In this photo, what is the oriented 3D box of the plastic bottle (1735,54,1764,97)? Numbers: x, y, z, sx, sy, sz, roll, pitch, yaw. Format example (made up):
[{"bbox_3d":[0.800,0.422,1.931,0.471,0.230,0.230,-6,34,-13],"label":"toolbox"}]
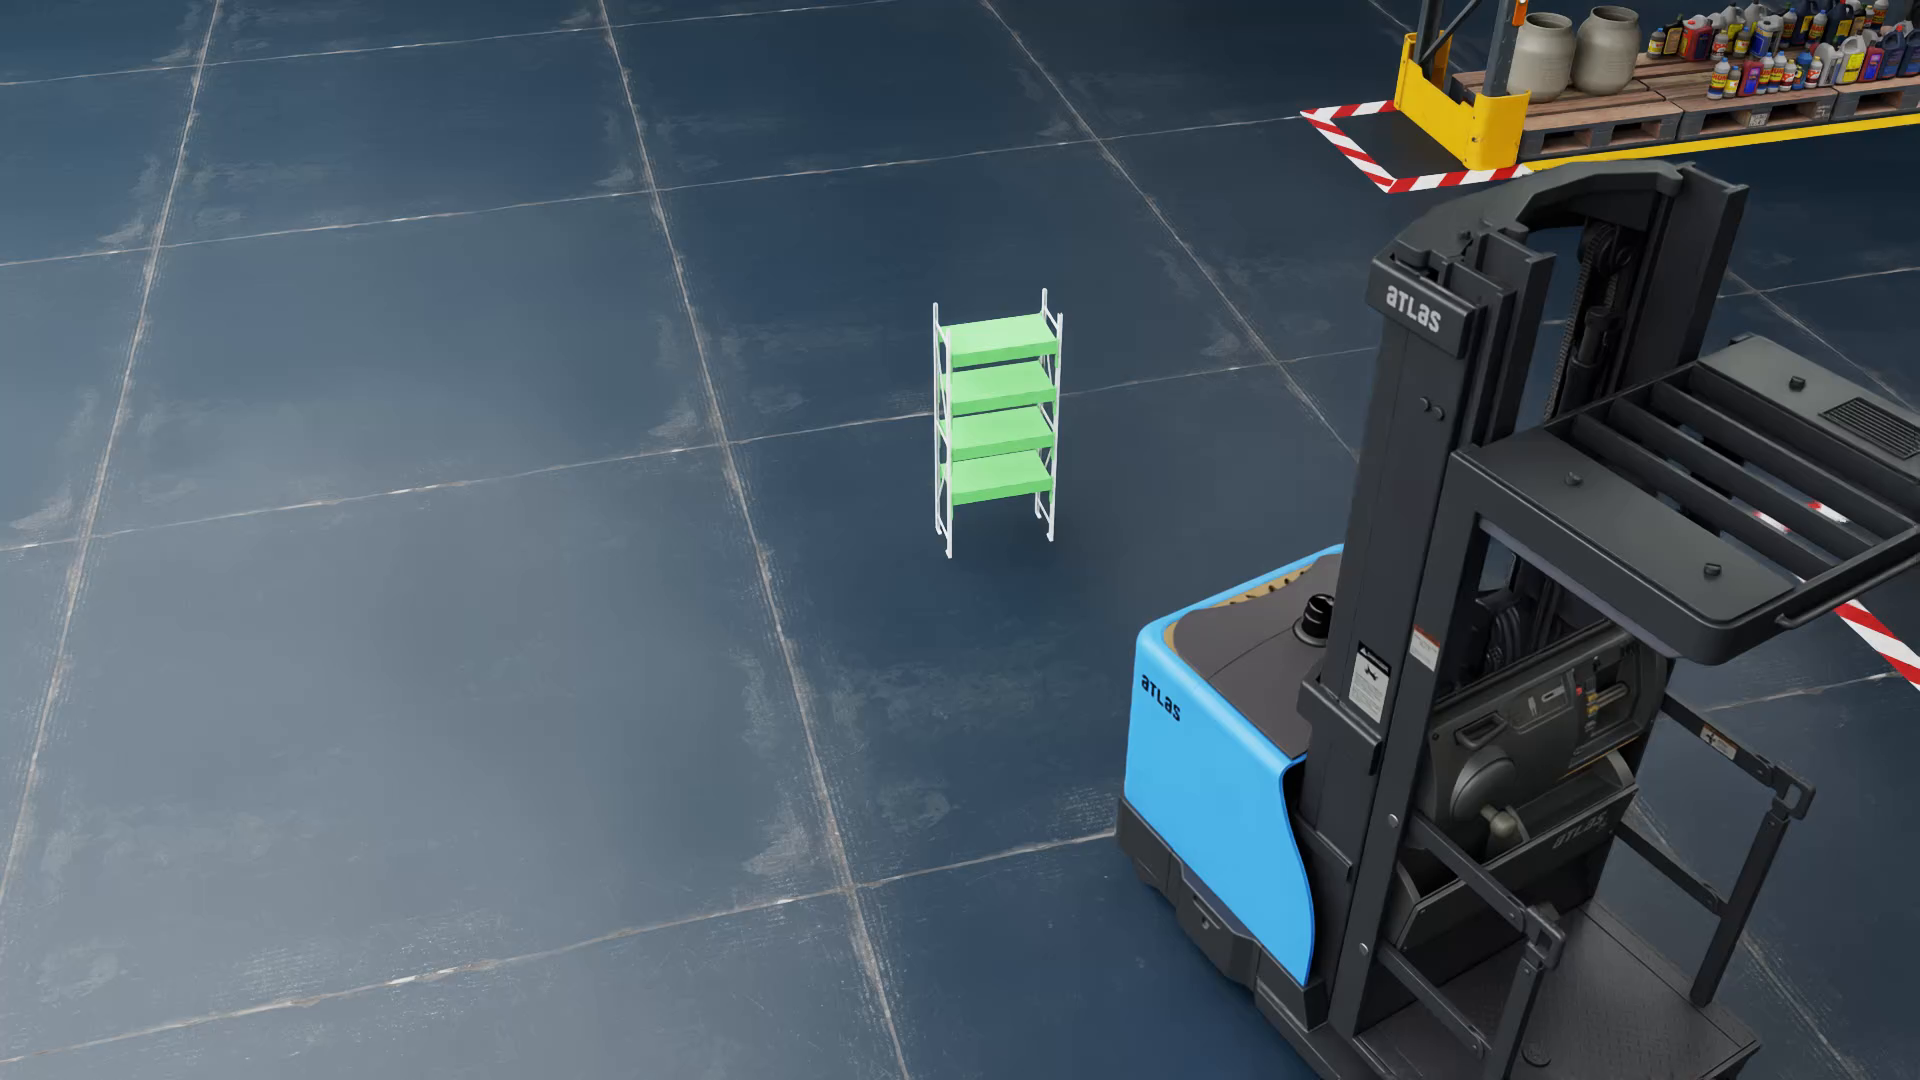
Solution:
[{"bbox_3d":[5.365,-3.160,11.286,0.133,0.283,0.061,-9,38,-11],"label":"plastic bottle"}]

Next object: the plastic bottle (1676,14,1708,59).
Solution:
[{"bbox_3d":[5.220,-3.599,11.866,0.135,0.276,0.152,-9,38,-12],"label":"plastic bottle"}]

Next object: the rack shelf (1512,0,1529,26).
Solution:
[{"bbox_3d":[5.241,-3.966,11.057,4.000,0.370,1.077,-9,38,-12],"label":"rack shelf"}]

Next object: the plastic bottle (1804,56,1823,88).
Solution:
[{"bbox_3d":[5.864,-3.221,11.433,0.097,0.201,0.097,0,37,0],"label":"plastic bottle"}]

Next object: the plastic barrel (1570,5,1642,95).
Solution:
[{"bbox_3d":[4.410,-3.342,11.352,0.421,0.512,0.421,0,37,0],"label":"plastic barrel"}]

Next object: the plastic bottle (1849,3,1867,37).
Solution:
[{"bbox_3d":[6.474,-3.741,12.045,0.133,0.283,0.061,-9,38,-12],"label":"plastic bottle"}]

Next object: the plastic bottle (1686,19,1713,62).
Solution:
[{"bbox_3d":[5.248,-3.540,11.783,0.133,0.283,0.061,-9,38,-12],"label":"plastic bottle"}]

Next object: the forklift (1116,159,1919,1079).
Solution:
[{"bbox_3d":[1.779,0.594,4.561,1.130,2.935,3.031,-20,42,-25],"label":"forklift"}]

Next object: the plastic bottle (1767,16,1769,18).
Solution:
[{"bbox_3d":[5.823,-3.686,12.041,0.097,0.201,0.097,0,37,0],"label":"plastic bottle"}]

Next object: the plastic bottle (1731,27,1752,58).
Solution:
[{"bbox_3d":[5.586,-3.557,11.871,0.097,0.201,0.097,0,37,0],"label":"plastic bottle"}]

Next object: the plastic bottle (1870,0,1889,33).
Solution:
[{"bbox_3d":[6.750,-3.866,12.219,0.097,0.271,0.097,0,37,0],"label":"plastic bottle"}]

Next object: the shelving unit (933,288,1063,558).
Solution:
[{"bbox_3d":[0.160,-0.503,7.420,0.503,1.200,0.258,-9,38,-12],"label":"shelving unit"}]

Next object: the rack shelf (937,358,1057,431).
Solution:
[{"bbox_3d":[0.160,-0.643,7.313,0.480,0.148,0.258,-9,38,-12],"label":"rack shelf"}]

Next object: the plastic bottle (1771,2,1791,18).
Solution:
[{"bbox_3d":[5.932,-3.748,12.054,0.133,0.283,0.061,-8,38,-10],"label":"plastic bottle"}]

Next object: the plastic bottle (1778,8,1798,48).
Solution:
[{"bbox_3d":[5.970,-3.700,12.001,0.097,0.271,0.097,0,37,0],"label":"plastic bottle"}]

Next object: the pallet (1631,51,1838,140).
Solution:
[{"bbox_3d":[5.333,-3.183,11.738,1.213,0.211,1.003,-9,38,-12],"label":"pallet"}]

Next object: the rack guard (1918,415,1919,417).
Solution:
[{"bbox_3d":[4.675,-0.049,7.402,0.348,0.500,1.175,-9,38,-12],"label":"rack guard"}]

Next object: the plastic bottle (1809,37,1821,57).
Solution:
[{"bbox_3d":[5.942,-3.350,11.535,0.133,0.283,0.061,-9,38,-12],"label":"plastic bottle"}]

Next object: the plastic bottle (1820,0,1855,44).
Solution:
[{"bbox_3d":[6.322,-3.722,11.965,0.185,0.351,0.144,-9,38,-12],"label":"plastic bottle"}]

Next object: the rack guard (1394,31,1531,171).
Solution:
[{"bbox_3d":[3.372,-2.981,11.236,0.348,0.500,1.175,-9,38,-12],"label":"rack guard"}]

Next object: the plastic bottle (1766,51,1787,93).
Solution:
[{"bbox_3d":[5.570,-3.200,11.348,0.097,0.271,0.097,0,37,0],"label":"plastic bottle"}]

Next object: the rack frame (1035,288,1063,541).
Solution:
[{"bbox_3d":[0.395,-0.541,7.470,0.015,1.200,0.240,-9,38,-12],"label":"rack frame"}]

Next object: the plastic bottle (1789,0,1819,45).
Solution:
[{"bbox_3d":[6.103,-3.777,12.036,0.185,0.351,0.144,-11,39,-14],"label":"plastic bottle"}]

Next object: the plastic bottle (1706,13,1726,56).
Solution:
[{"bbox_3d":[5.354,-3.621,11.895,0.135,0.276,0.152,-10,39,-13],"label":"plastic bottle"}]

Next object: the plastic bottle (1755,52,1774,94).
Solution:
[{"bbox_3d":[5.473,-3.184,11.328,0.097,0.271,0.097,0,37,0],"label":"plastic bottle"}]

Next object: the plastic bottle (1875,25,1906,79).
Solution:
[{"bbox_3d":[6.440,-3.389,11.530,0.185,0.351,0.144,-11,39,-14],"label":"plastic bottle"}]

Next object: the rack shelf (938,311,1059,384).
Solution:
[{"bbox_3d":[0.160,-0.833,7.167,0.480,0.148,0.258,-9,38,-12],"label":"rack shelf"}]

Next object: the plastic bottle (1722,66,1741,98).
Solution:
[{"bbox_3d":[5.242,-3.119,11.299,0.097,0.201,0.097,0,37,0],"label":"plastic bottle"}]

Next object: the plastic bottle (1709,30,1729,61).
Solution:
[{"bbox_3d":[5.404,-3.522,11.826,0.097,0.201,0.097,0,37,0],"label":"plastic bottle"}]

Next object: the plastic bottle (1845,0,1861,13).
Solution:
[{"bbox_3d":[6.445,-3.801,12.129,0.135,0.276,0.152,-8,38,-10],"label":"plastic bottle"}]

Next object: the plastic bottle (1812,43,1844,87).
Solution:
[{"bbox_3d":[5.971,-3.285,11.455,0.135,0.276,0.152,-9,38,-11],"label":"plastic bottle"}]

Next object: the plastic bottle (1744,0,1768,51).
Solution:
[{"bbox_3d":[5.692,-3.709,11.948,0.185,0.351,0.144,-10,38,-12],"label":"plastic bottle"}]

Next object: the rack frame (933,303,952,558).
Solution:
[{"bbox_3d":[-0.076,-0.464,7.369,0.015,1.200,0.240,-9,38,-12],"label":"rack frame"}]

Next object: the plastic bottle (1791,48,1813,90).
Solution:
[{"bbox_3d":[5.765,-3.232,11.390,0.097,0.271,0.097,0,37,0],"label":"plastic bottle"}]

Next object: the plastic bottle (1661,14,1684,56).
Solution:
[{"bbox_3d":[5.077,-3.608,11.871,0.133,0.283,0.061,-8,38,-11],"label":"plastic bottle"}]

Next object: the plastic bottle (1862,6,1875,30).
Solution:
[{"bbox_3d":[6.652,-3.822,12.219,0.097,0.201,0.097,0,37,0],"label":"plastic bottle"}]

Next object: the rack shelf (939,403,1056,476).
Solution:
[{"bbox_3d":[0.160,-0.452,7.459,0.480,0.148,0.258,-9,38,-12],"label":"rack shelf"}]

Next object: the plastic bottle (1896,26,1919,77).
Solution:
[{"bbox_3d":[6.626,-3.420,11.570,0.185,0.351,0.144,-10,39,-13],"label":"plastic bottle"}]

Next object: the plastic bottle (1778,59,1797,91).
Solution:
[{"bbox_3d":[5.665,-3.188,11.390,0.097,0.201,0.097,0,37,0],"label":"plastic bottle"}]

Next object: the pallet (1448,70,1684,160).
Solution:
[{"bbox_3d":[4.157,-2.992,11.488,1.213,0.211,1.003,-9,38,-12],"label":"pallet"}]

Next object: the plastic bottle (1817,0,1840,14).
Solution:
[{"bbox_3d":[6.285,-3.806,12.075,0.185,0.351,0.144,-8,38,-11],"label":"plastic bottle"}]

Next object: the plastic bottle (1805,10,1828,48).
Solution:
[{"bbox_3d":[6.176,-3.681,11.977,0.097,0.271,0.097,0,37,0],"label":"plastic bottle"}]

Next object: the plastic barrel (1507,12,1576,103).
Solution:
[{"bbox_3d":[3.926,-3.262,11.248,0.421,0.512,0.421,0,37,0],"label":"plastic barrel"}]

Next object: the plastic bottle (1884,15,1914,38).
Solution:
[{"bbox_3d":[6.588,-3.504,11.680,0.185,0.351,0.144,-9,38,-12],"label":"plastic bottle"}]

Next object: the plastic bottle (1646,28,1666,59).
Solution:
[{"bbox_3d":[4.969,-3.546,11.858,0.097,0.201,0.097,0,37,0],"label":"plastic bottle"}]

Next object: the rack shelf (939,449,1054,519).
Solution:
[{"bbox_3d":[0.160,-0.261,7.604,0.480,0.148,0.258,-9,38,-12],"label":"rack shelf"}]

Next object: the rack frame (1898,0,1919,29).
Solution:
[{"bbox_3d":[7.172,-4.568,11.253,0.127,3.000,1.000,-9,38,-12],"label":"rack frame"}]

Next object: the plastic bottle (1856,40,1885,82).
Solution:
[{"bbox_3d":[6.294,-3.312,11.485,0.133,0.283,0.061,-7,38,-9],"label":"plastic bottle"}]

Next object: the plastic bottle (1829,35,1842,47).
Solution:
[{"bbox_3d":[6.077,-3.368,11.557,0.133,0.283,0.061,-9,38,-12],"label":"plastic bottle"}]

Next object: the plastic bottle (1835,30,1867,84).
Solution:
[{"bbox_3d":[6.129,-3.338,11.463,0.185,0.351,0.144,-10,38,-12],"label":"plastic bottle"}]

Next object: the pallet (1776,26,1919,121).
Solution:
[{"bbox_3d":[6.513,-3.379,11.993,1.213,0.211,1.003,-9,38,-12],"label":"pallet"}]

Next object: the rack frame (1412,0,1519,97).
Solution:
[{"bbox_3d":[3.311,-3.935,10.425,0.127,3.000,1.000,-9,38,-12],"label":"rack frame"}]

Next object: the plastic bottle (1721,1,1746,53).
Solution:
[{"bbox_3d":[5.513,-3.680,11.910,0.185,0.351,0.144,-8,38,-10],"label":"plastic bottle"}]

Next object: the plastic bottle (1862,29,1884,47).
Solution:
[{"bbox_3d":[6.377,-3.443,11.661,0.135,0.276,0.152,-9,38,-12],"label":"plastic bottle"}]

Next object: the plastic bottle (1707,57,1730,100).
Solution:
[{"bbox_3d":[5.142,-3.130,11.257,0.097,0.271,0.097,0,37,0],"label":"plastic bottle"}]

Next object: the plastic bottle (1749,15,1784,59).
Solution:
[{"bbox_3d":[5.755,-3.597,11.862,0.135,0.276,0.152,-9,38,-12],"label":"plastic bottle"}]
